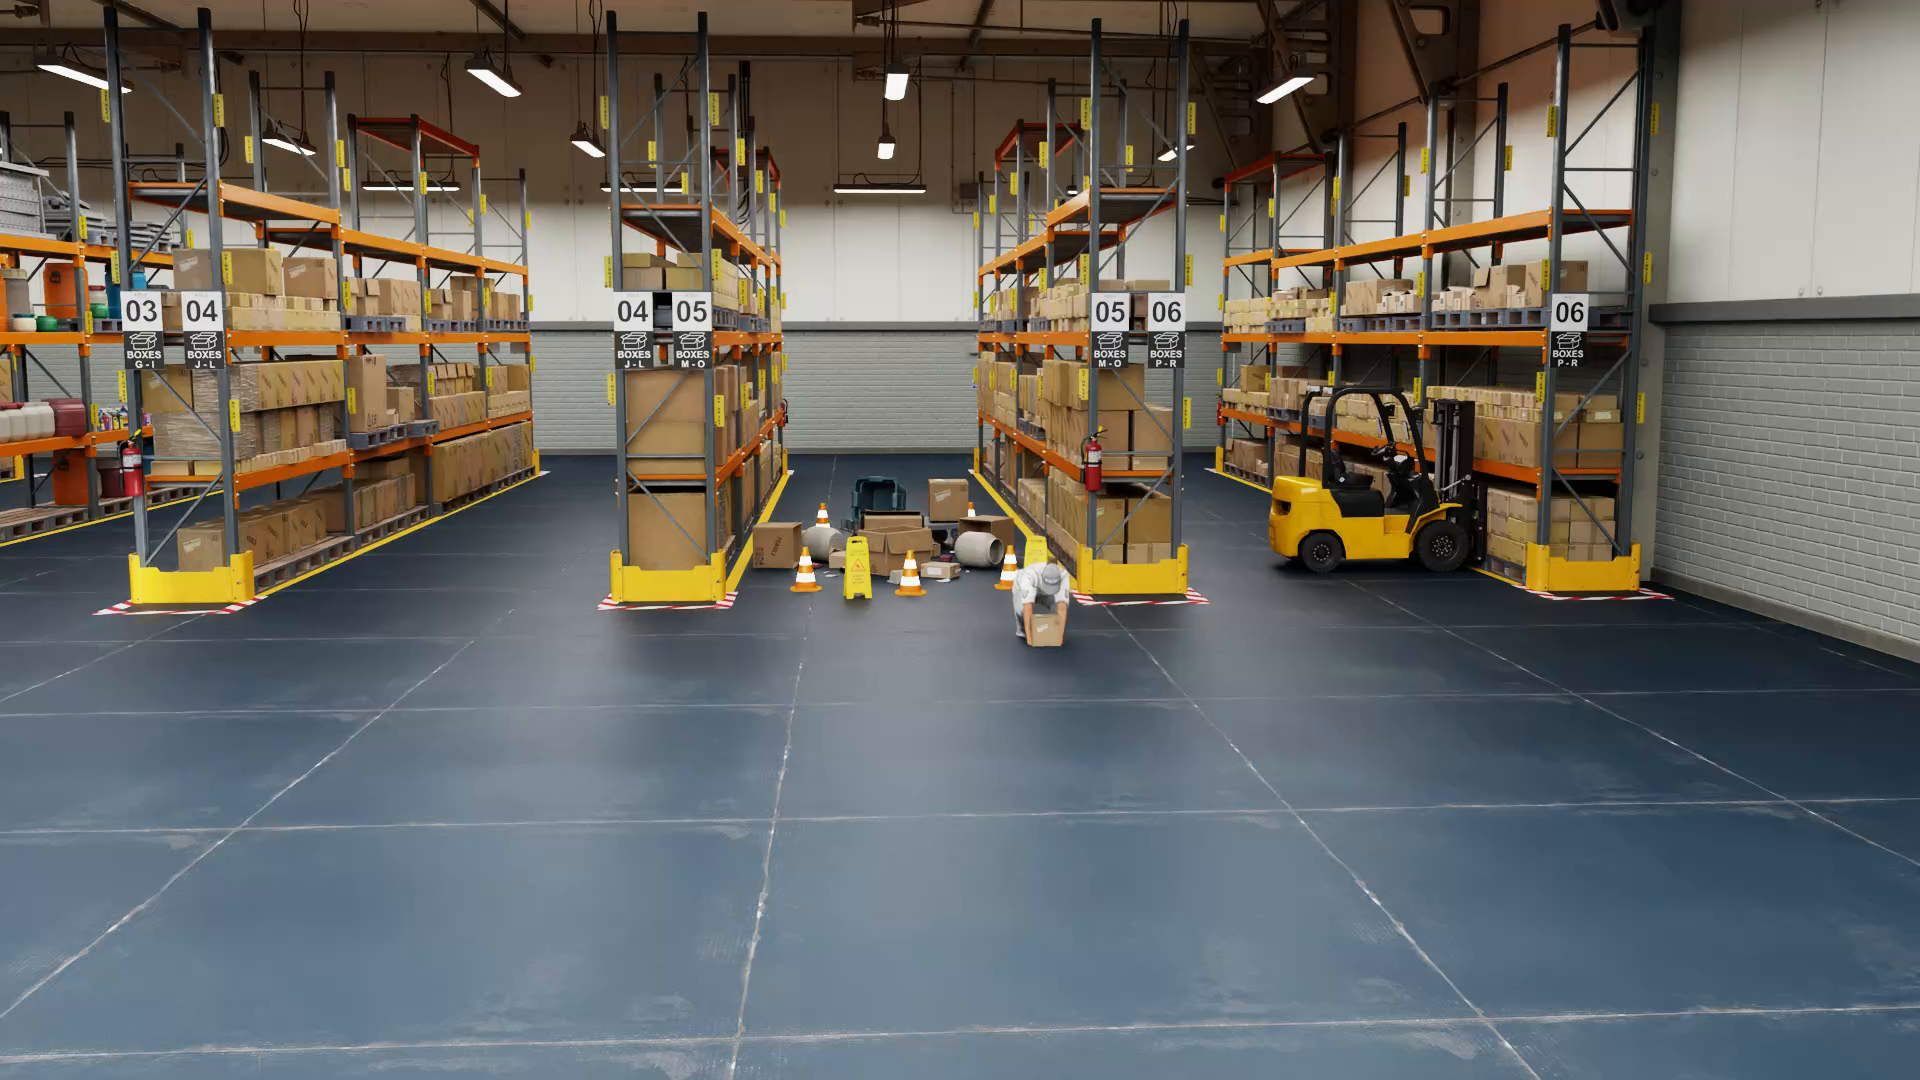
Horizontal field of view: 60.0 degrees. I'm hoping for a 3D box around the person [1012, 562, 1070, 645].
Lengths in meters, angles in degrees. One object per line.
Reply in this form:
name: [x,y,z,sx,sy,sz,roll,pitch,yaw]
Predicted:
person: [0.738,0.566,15.220,0.509,0.801,0.904,-1,7,-5]
